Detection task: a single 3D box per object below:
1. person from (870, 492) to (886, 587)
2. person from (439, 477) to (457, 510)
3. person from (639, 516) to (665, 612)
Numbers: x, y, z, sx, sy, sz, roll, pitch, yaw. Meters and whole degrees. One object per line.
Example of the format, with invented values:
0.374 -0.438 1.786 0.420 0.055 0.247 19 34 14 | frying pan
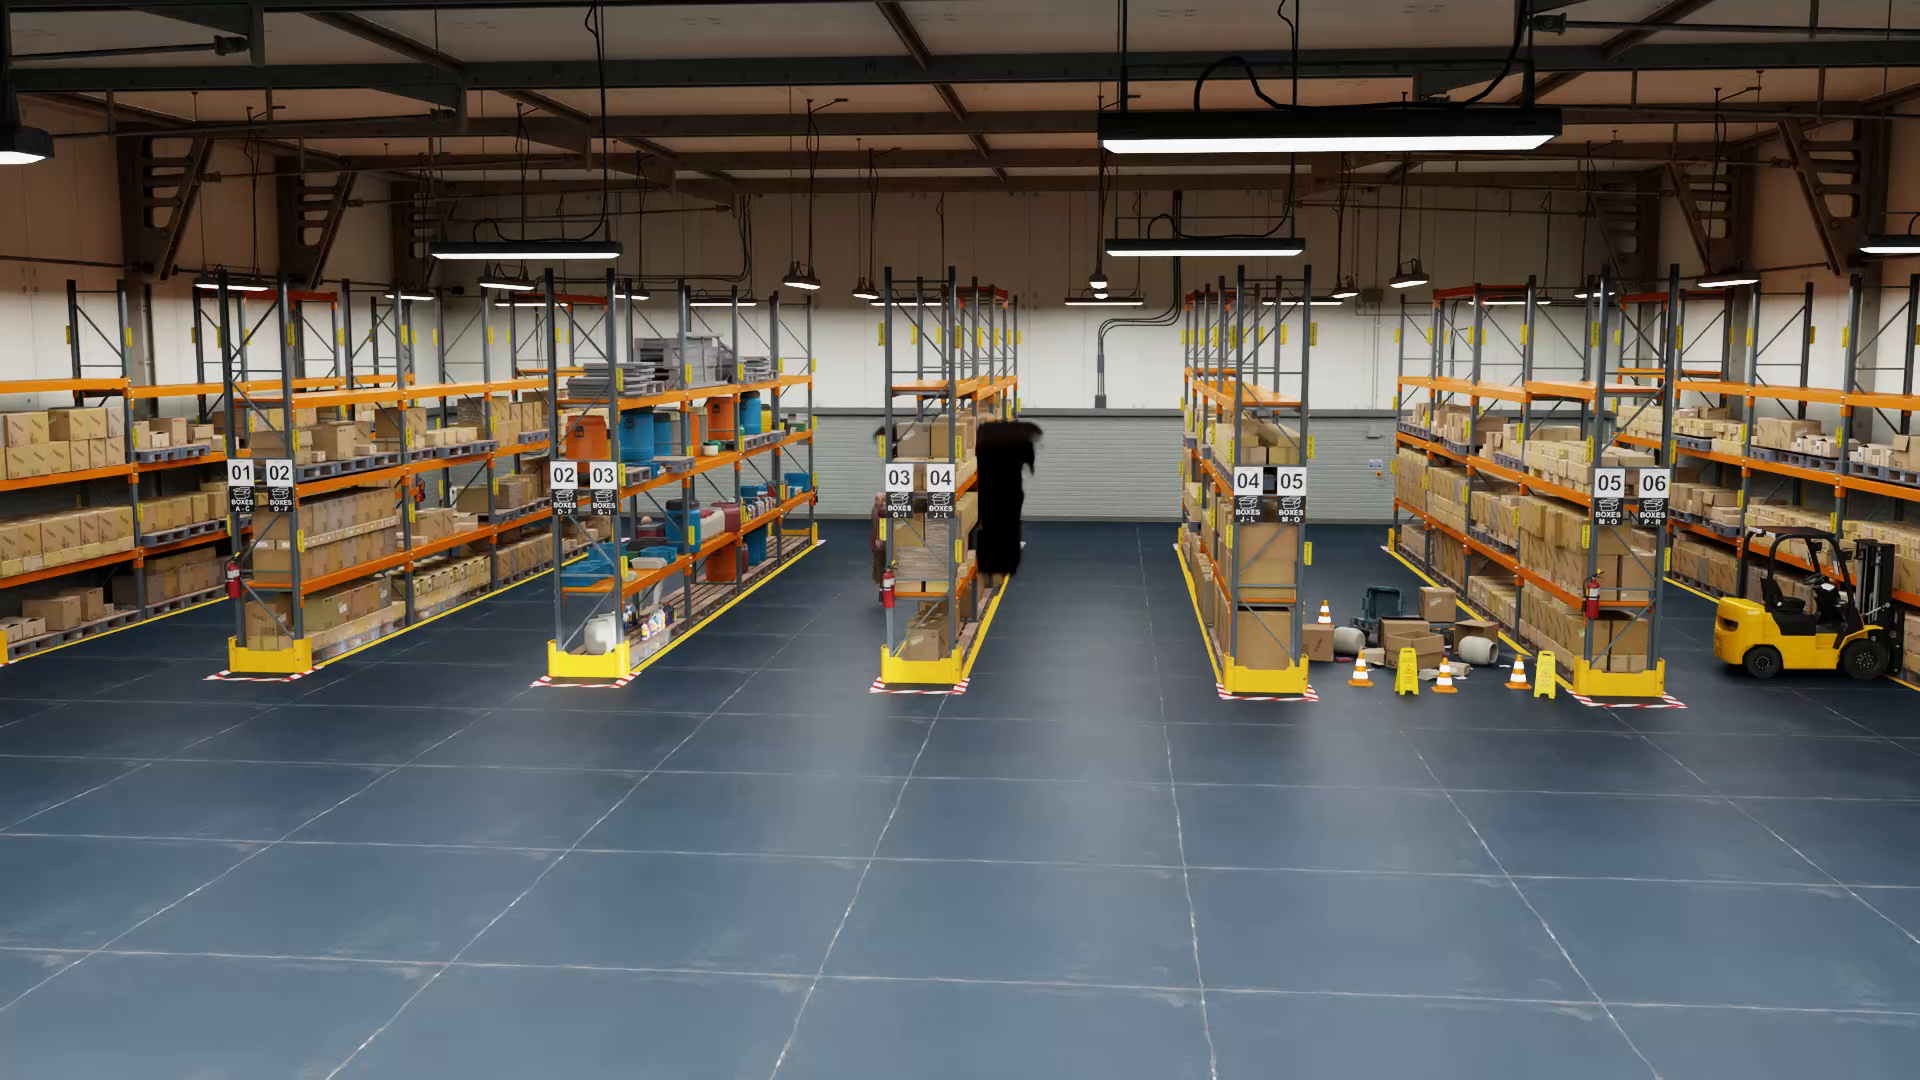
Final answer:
-1.471 -0.011 31.469 0.439 1.785 0.658 1 7 5 | person
-12.442 -0.738 40.564 0.548 1.635 0.980 0 7 -3 | person
-5.639 0.444 30.202 0.644 1.777 0.510 1 7 10 | person
